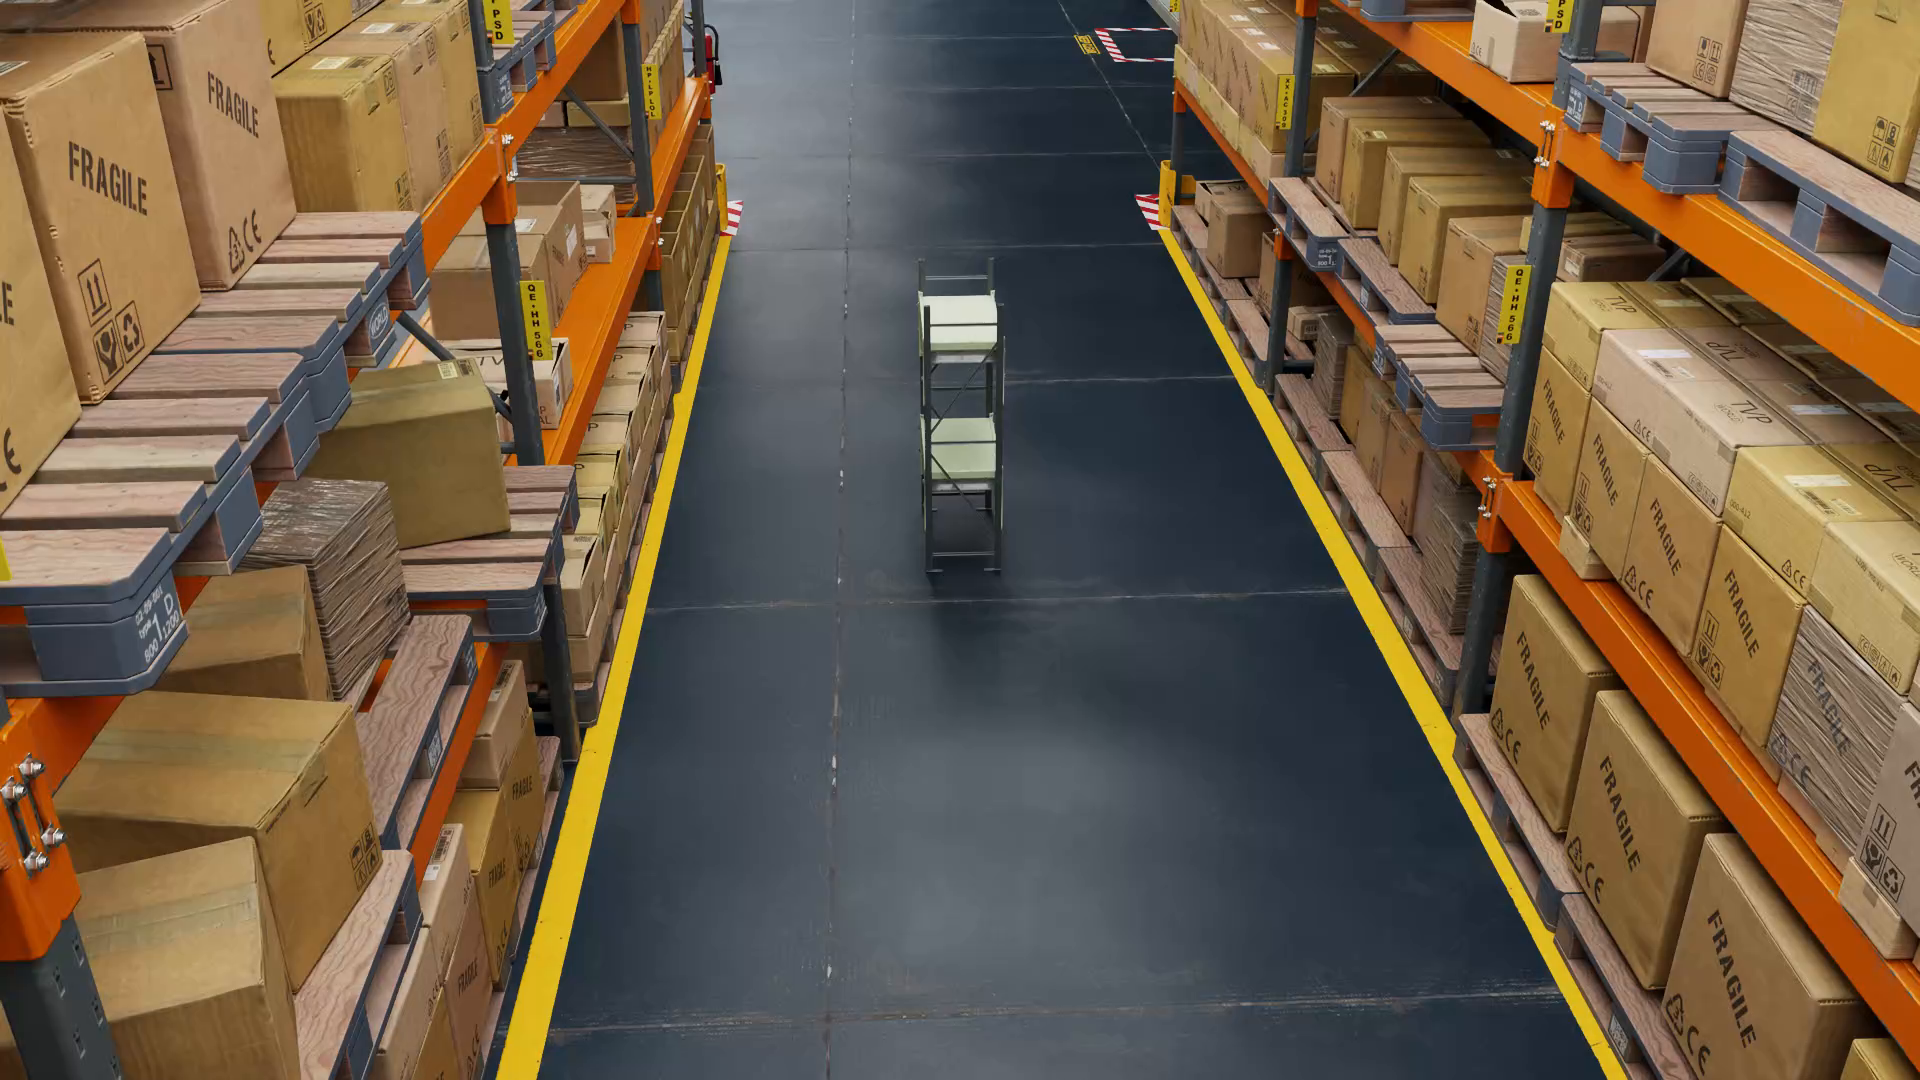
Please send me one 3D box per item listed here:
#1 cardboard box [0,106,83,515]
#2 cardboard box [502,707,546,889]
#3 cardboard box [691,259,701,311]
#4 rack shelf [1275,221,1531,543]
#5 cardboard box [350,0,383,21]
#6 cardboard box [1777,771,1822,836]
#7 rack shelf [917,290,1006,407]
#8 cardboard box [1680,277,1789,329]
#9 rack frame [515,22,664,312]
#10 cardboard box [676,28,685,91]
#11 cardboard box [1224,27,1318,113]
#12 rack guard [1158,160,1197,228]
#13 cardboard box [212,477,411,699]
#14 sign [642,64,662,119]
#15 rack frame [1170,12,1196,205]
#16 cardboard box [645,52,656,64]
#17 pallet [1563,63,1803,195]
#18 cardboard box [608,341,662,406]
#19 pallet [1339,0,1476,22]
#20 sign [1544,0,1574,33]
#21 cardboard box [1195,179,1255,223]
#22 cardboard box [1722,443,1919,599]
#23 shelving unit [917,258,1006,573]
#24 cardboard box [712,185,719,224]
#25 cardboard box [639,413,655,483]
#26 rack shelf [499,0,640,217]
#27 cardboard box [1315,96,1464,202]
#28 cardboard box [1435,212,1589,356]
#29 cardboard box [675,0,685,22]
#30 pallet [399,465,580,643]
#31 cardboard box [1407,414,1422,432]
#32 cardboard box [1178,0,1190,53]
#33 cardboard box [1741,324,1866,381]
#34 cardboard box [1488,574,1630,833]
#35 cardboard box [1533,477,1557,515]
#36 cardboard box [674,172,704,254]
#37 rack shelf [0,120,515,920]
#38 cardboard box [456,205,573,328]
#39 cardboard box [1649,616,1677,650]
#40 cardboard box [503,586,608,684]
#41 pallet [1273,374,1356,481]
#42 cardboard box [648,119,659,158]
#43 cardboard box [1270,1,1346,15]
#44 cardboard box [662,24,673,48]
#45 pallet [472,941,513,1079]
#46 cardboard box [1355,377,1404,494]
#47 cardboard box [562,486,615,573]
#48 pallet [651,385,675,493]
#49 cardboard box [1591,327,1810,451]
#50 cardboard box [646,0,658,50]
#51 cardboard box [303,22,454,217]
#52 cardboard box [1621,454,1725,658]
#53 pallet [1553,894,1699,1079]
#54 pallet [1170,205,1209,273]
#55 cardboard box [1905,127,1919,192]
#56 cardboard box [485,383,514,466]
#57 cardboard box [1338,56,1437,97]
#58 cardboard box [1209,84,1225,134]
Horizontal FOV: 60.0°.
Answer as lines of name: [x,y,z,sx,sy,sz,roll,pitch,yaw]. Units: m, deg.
cardboard box: [-1.936,-0.348,2.759,0.600,0.600,0.600,-4,28,-8]
cardboard box: [-1.909,0.984,6.347,0.500,0.500,0.500,0,28,-1]
cardboard box: [-2.165,-1.854,12.079,0.500,0.250,0.500,-1,28,-3]
rack shelf: [2.650,-1.082,8.858,1.077,0.370,4.000,-1,28,-3]
cardboard box: [-2.176,-1.972,5.354,0.500,0.500,0.500,-1,28,-3]
cardboard box: [2.640,0.736,4.846,0.380,0.149,0.250,-2,28,-4]
rack shelf: [0.000,-1.014,8.729,0.431,0.370,0.720,-1,28,-3]
cardboard box: [3.037,-0.791,6.262,0.500,0.250,0.500,-1,28,-1]
rack frame: [-2.401,-2.203,10.230,1.000,3.000,0.127,-1,28,-3]
cardboard box: [-2.598,-3.879,13.335,0.700,0.500,0.500,-1,28,-3]
cardboard box: [2.165,-3.273,11.612,0.500,0.500,0.500,-2,28,-4]
rack guard: [2.341,-3.028,14.515,1.175,0.500,0.348,-1,28,-3]
cardboard box: [-2.190,0.129,5.197,0.700,0.500,0.500,4,28,7]
sign: [-1.860,-2.699,10.014,0.100,0.325,0.005,-1,28,-3]
rack frame: [2.337,-4.172,14.005,1.000,3.000,0.127,-1,28,-3]
cardboard box: [-2.293,-3.259,11.445,0.380,0.149,0.250,-2,28,-4]
pallet: [2.841,-1.427,5.703,1.213,0.211,1.003,0,28,0]
cardboard box: [-2.060,-0.998,9.833,0.500,0.311,0.500,-1,28,-1]
pallet: [2.529,-2.804,8.343,1.213,0.211,1.003,-1,28,-3]
sign: [2.212,-2.024,6.084,0.100,0.325,0.005,-1,28,-3]
cardboard box: [2.283,-2.853,13.908,0.500,0.311,0.500,-4,28,-8]
cardboard box: [2.612,-0.064,4.867,0.500,0.250,0.500,-2,28,-4]
shelving unit: [0.000,-0.668,8.909,0.431,1.500,0.755,-1,28,-3]
cardboard box: [-2.287,-2.777,13.849,0.500,0.250,0.500,-1,28,-3]
cardboard box: [-2.038,-0.516,9.514,0.500,0.250,0.500,-1,28,-2]
rack shelf: [-2.297,-2.290,7.932,1.077,0.370,4.000,-1,28,-3]
cardboard box: [2.538,-2.328,9.886,0.700,0.500,0.500,-1,28,-2]
cardboard box: [2.664,-1.191,7.705,0.700,0.500,0.500,-4,28,-7]
cardboard box: [-2.400,-4.210,13.269,0.380,0.149,0.250,-2,28,-4]
pallet: [-2.087,0.041,6.136,1.213,0.211,1.003,-1,28,-3]
cardboard box: [2.666,-0.730,8.822,0.500,0.250,0.500,-2,28,-3]
cardboard box: [2.062,-4.219,13.425,0.500,0.500,0.500,-1,28,-3]
cardboard box: [3.061,-0.552,5.803,0.500,0.250,0.500,-2,28,-4]
cardboard box: [2.662,0.633,6.664,0.750,0.750,0.750,-2,28,-3]
cardboard box: [2.540,-0.217,6.672,0.380,0.149,0.250,-2,28,-3]
cardboard box: [-2.193,-2.417,12.349,0.500,0.500,0.500,-1,28,-3]
rack shelf: [-2.088,-0.443,4.390,1.077,0.370,4.000,-1,28,-3]
cardboard box: [-2.324,-1.418,8.616,0.500,0.500,0.500,-1,28,-3]
cardboard box: [2.633,0.257,5.763,0.380,0.149,0.250,-1,28,-2]
cardboard box: [-1.926,0.428,7.704,0.500,0.250,0.500,-1,28,-3]
pallet: [2.588,-0.728,10.418,1.003,0.211,1.213,-1,28,-3]
cardboard box: [-2.487,-2.927,11.511,0.700,0.500,0.500,-1,28,-2]
cardboard box: [2.621,-3.762,12.550,0.500,0.500,0.500,-2,28,-4]
cardboard box: [-2.346,-3.734,12.356,0.380,0.149,0.250,-1,28,-1]
pallet: [-2.130,1.788,5.593,1.003,0.211,1.213,-1,28,-3]
cardboard box: [2.664,-0.598,9.379,0.700,0.500,0.500,-1,28,-2]
cardboard box: [-1.962,-0.063,8.039,0.500,0.311,0.500,-2,28,-4]
pallet: [-2.324,-0.627,10.224,1.003,0.211,1.213,-1,28,-3]
cardboard box: [2.550,-0.531,5.761,0.500,0.250,0.500,-2,28,-3]
cardboard box: [-2.509,-3.723,11.633,0.700,0.500,0.500,-1,28,-3]
cardboard box: [-2.109,-1.294,5.135,0.910,0.500,0.500,-1,28,-3]
cardboard box: [2.567,0.040,5.479,0.500,0.500,0.500,-2,28,-3]
pallet: [2.781,1.687,5.787,1.003,0.211,1.213,-1,28,-3]
pallet: [2.348,-2.524,13.861,1.003,0.211,1.213,-1,28,-3]
cardboard box: [2.971,-1.097,4.281,0.700,0.500,0.500,-1,28,-3]
cardboard box: [-2.168,-0.485,7.033,0.500,0.311,0.500,0,28,1]
cardboard box: [2.730,-2.821,10.745,0.500,0.500,0.500,-2,28,-4]
cardboard box: [2.131,-3.173,12.230,0.500,0.250,0.500,-1,28,-2]
